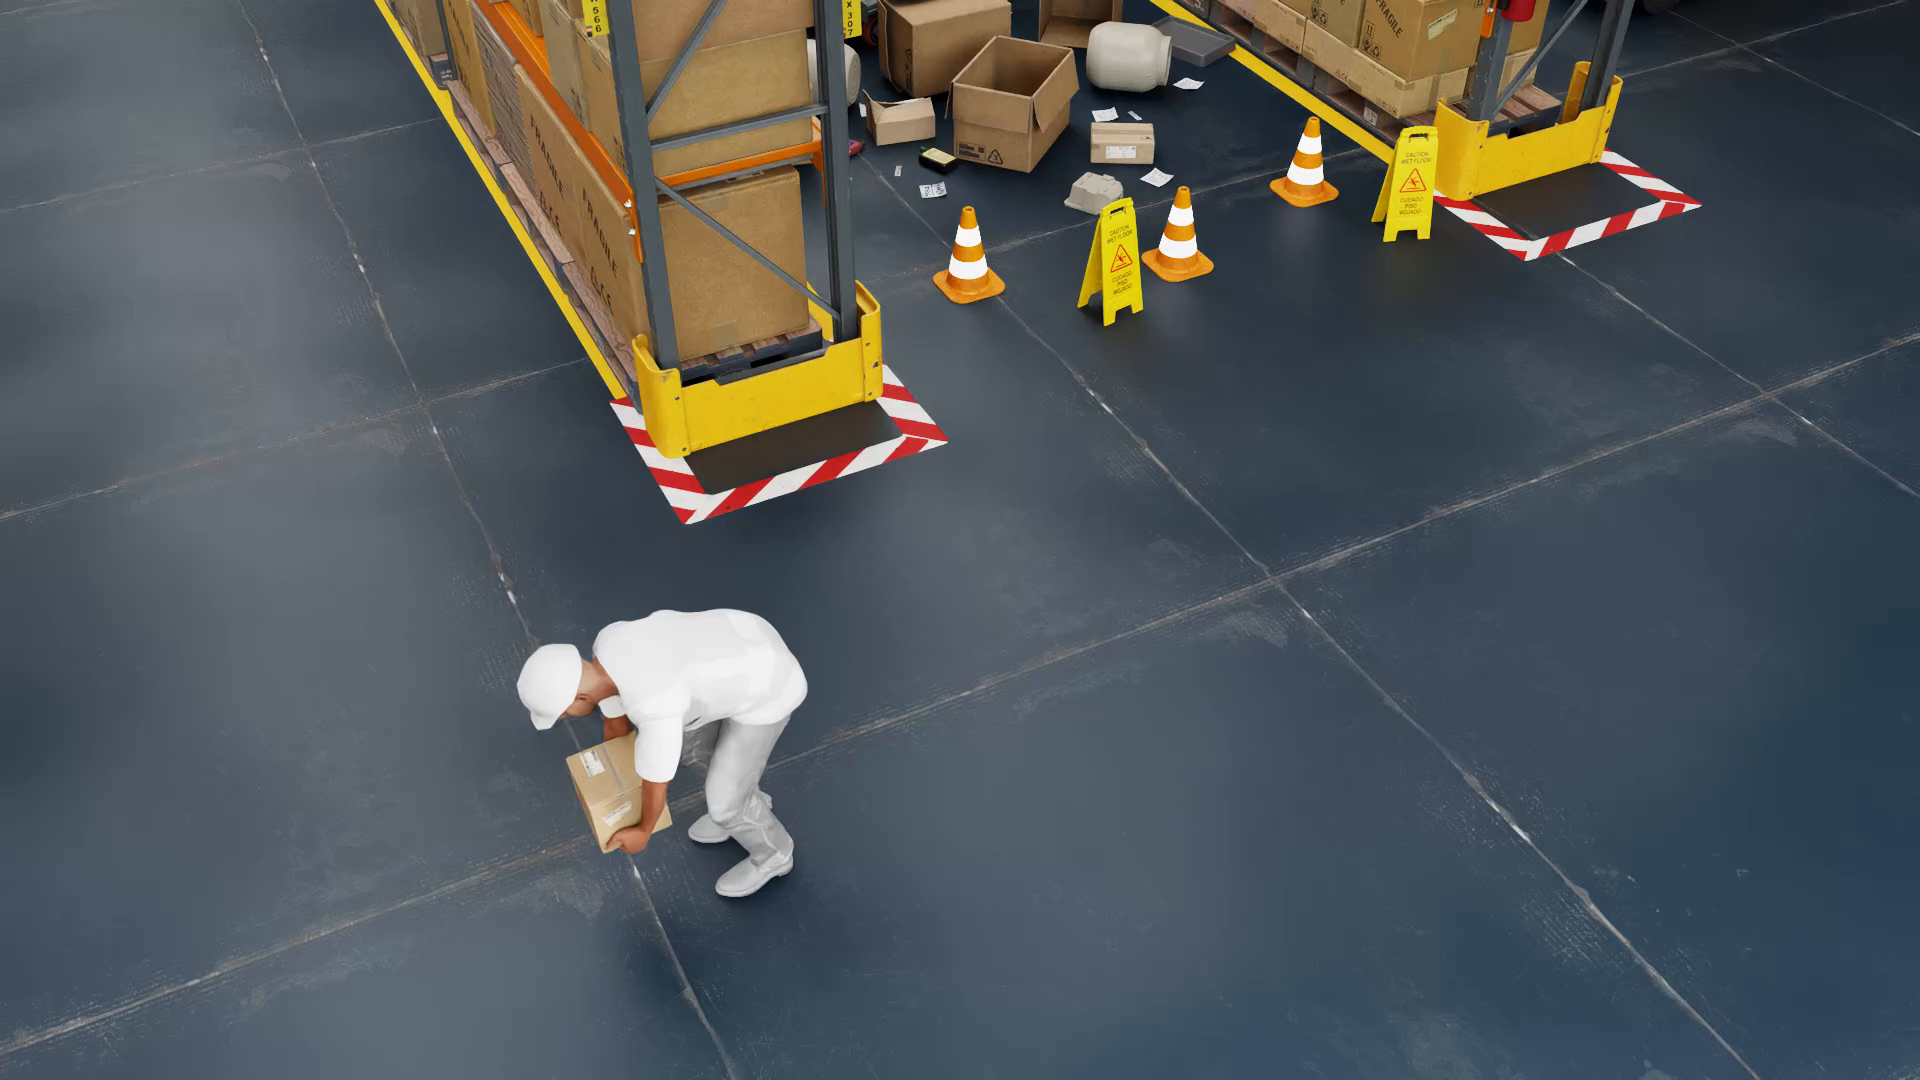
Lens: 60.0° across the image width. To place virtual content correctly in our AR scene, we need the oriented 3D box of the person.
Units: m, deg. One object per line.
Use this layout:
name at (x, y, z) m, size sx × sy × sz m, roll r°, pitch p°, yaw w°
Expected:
person at (-0.961, 0.727, 5.649) m, size 0.923 × 1.311 × 0.494 m, roll -20°, pitch 45°, yaw -22°
